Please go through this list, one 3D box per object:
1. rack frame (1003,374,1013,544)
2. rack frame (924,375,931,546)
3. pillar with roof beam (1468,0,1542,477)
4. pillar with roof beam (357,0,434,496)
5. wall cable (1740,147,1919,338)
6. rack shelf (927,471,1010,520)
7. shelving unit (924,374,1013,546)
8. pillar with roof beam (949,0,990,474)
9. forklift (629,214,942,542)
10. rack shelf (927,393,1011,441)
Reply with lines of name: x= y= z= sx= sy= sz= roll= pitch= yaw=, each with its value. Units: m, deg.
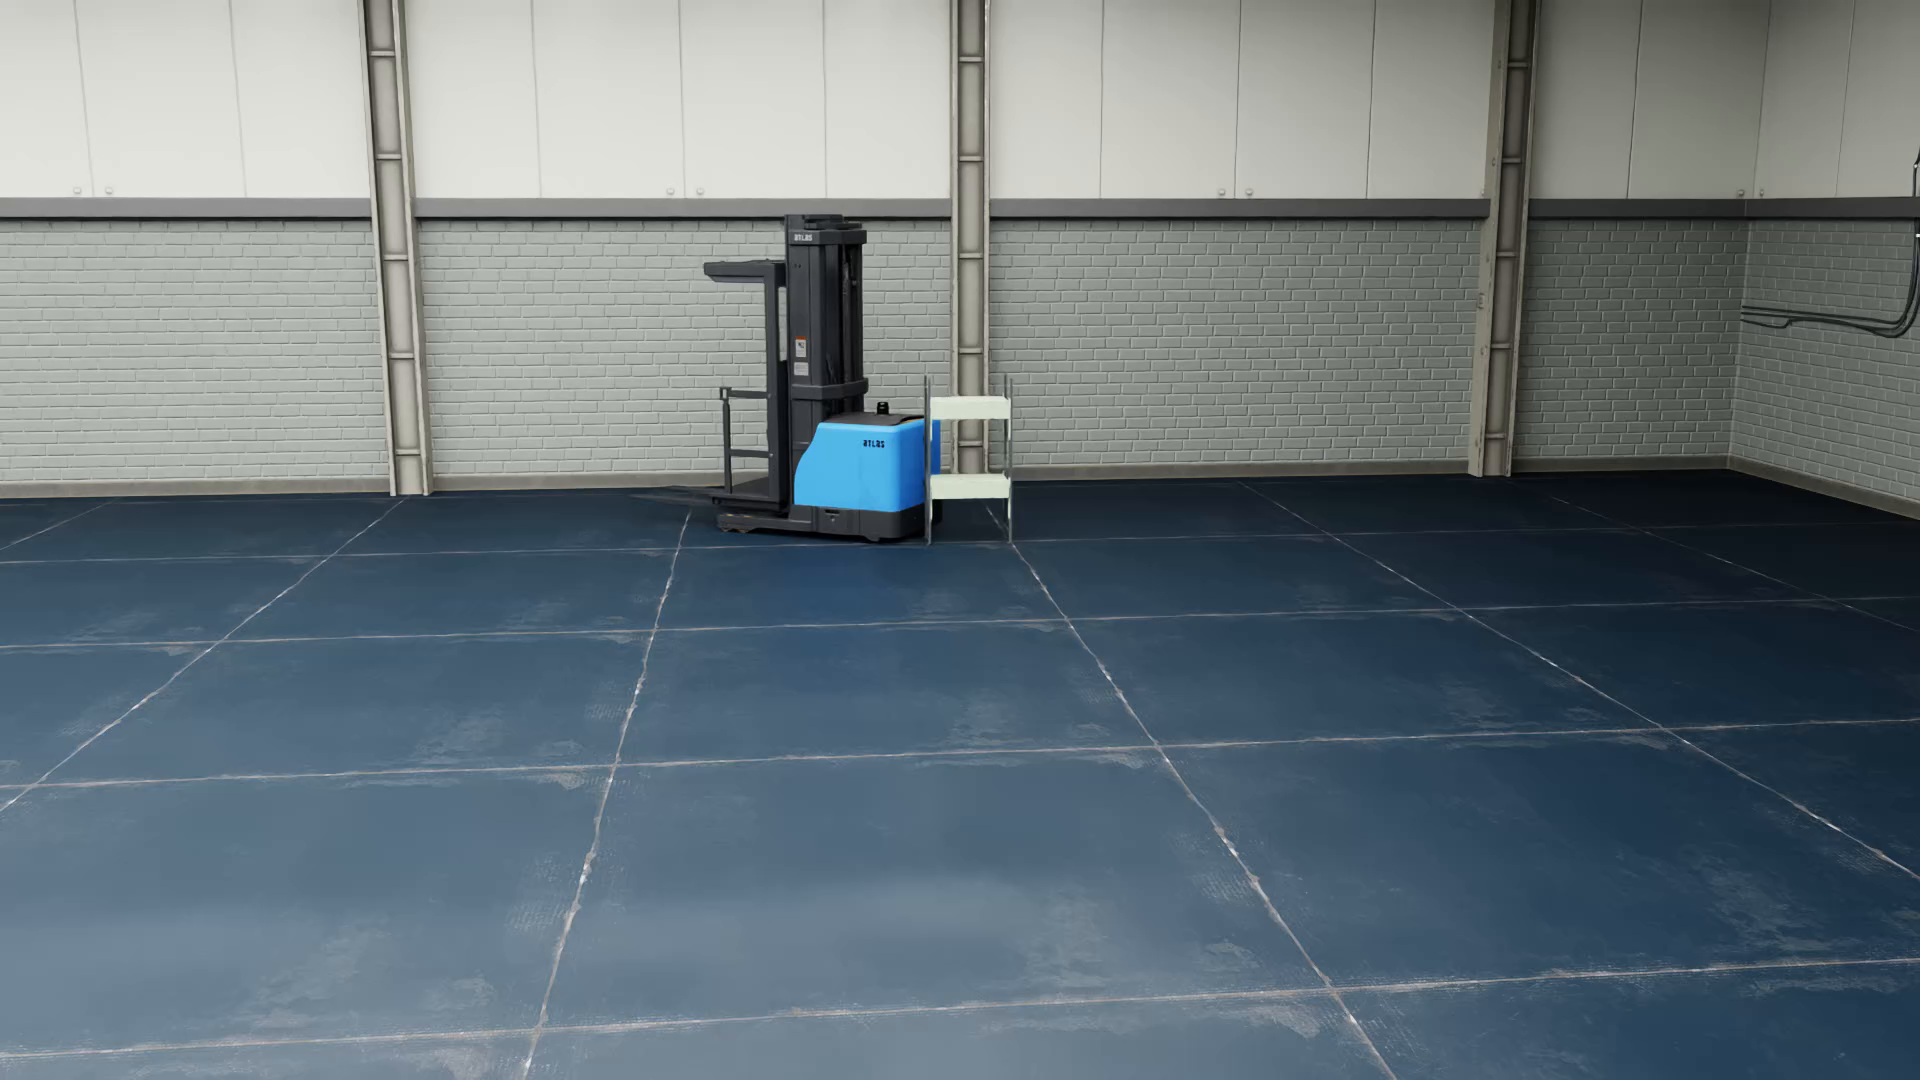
rack frame: x=0.436 y=-0.738 z=15.115 sx=0.023 sy=1.500 sz=0.400 roll=-1 pitch=11 yaw=-6
rack frame: x=-0.292 y=-0.723 z=15.038 sx=0.023 sy=1.500 sz=0.400 roll=-1 pitch=11 yaw=-6
pillar with roof beam: x=6.533 y=-4.342 z=14.008 sx=0.400 sy=9.000 sz=9.100 roll=-1 pitch=11 yaw=-6
pillar with roof beam: x=-5.397 y=-4.092 z=12.737 sx=0.400 sy=9.000 sz=9.100 roll=-1 pitch=11 yaw=-6
wall cable: x=9.139 y=-3.452 z=17.529 sx=0.112 sy=2.526 sz=3.097 roll=-1 pitch=11 yaw=-6
rack shelf: x=0.072 y=-0.410 z=15.140 sx=0.720 sy=0.370 sz=0.431 roll=-1 pitch=11 yaw=-6
shelving unit: x=0.072 y=-0.730 z=15.077 sx=0.755 sy=1.500 sz=0.431 roll=-1 pitch=11 yaw=-6
pillar with roof beam: x=0.568 y=-4.217 z=13.372 sx=0.400 sy=9.000 sz=9.100 roll=-1 pitch=11 yaw=-6
forklift: x=-1.729 y=-1.589 z=15.733 sx=3.031 sy=2.935 sz=1.130 roll=5 pitch=12 yaw=24
rack shelf: x=0.072 y=-1.113 z=15.001 sx=0.720 sy=0.370 sz=0.431 roll=-1 pitch=11 yaw=-6
